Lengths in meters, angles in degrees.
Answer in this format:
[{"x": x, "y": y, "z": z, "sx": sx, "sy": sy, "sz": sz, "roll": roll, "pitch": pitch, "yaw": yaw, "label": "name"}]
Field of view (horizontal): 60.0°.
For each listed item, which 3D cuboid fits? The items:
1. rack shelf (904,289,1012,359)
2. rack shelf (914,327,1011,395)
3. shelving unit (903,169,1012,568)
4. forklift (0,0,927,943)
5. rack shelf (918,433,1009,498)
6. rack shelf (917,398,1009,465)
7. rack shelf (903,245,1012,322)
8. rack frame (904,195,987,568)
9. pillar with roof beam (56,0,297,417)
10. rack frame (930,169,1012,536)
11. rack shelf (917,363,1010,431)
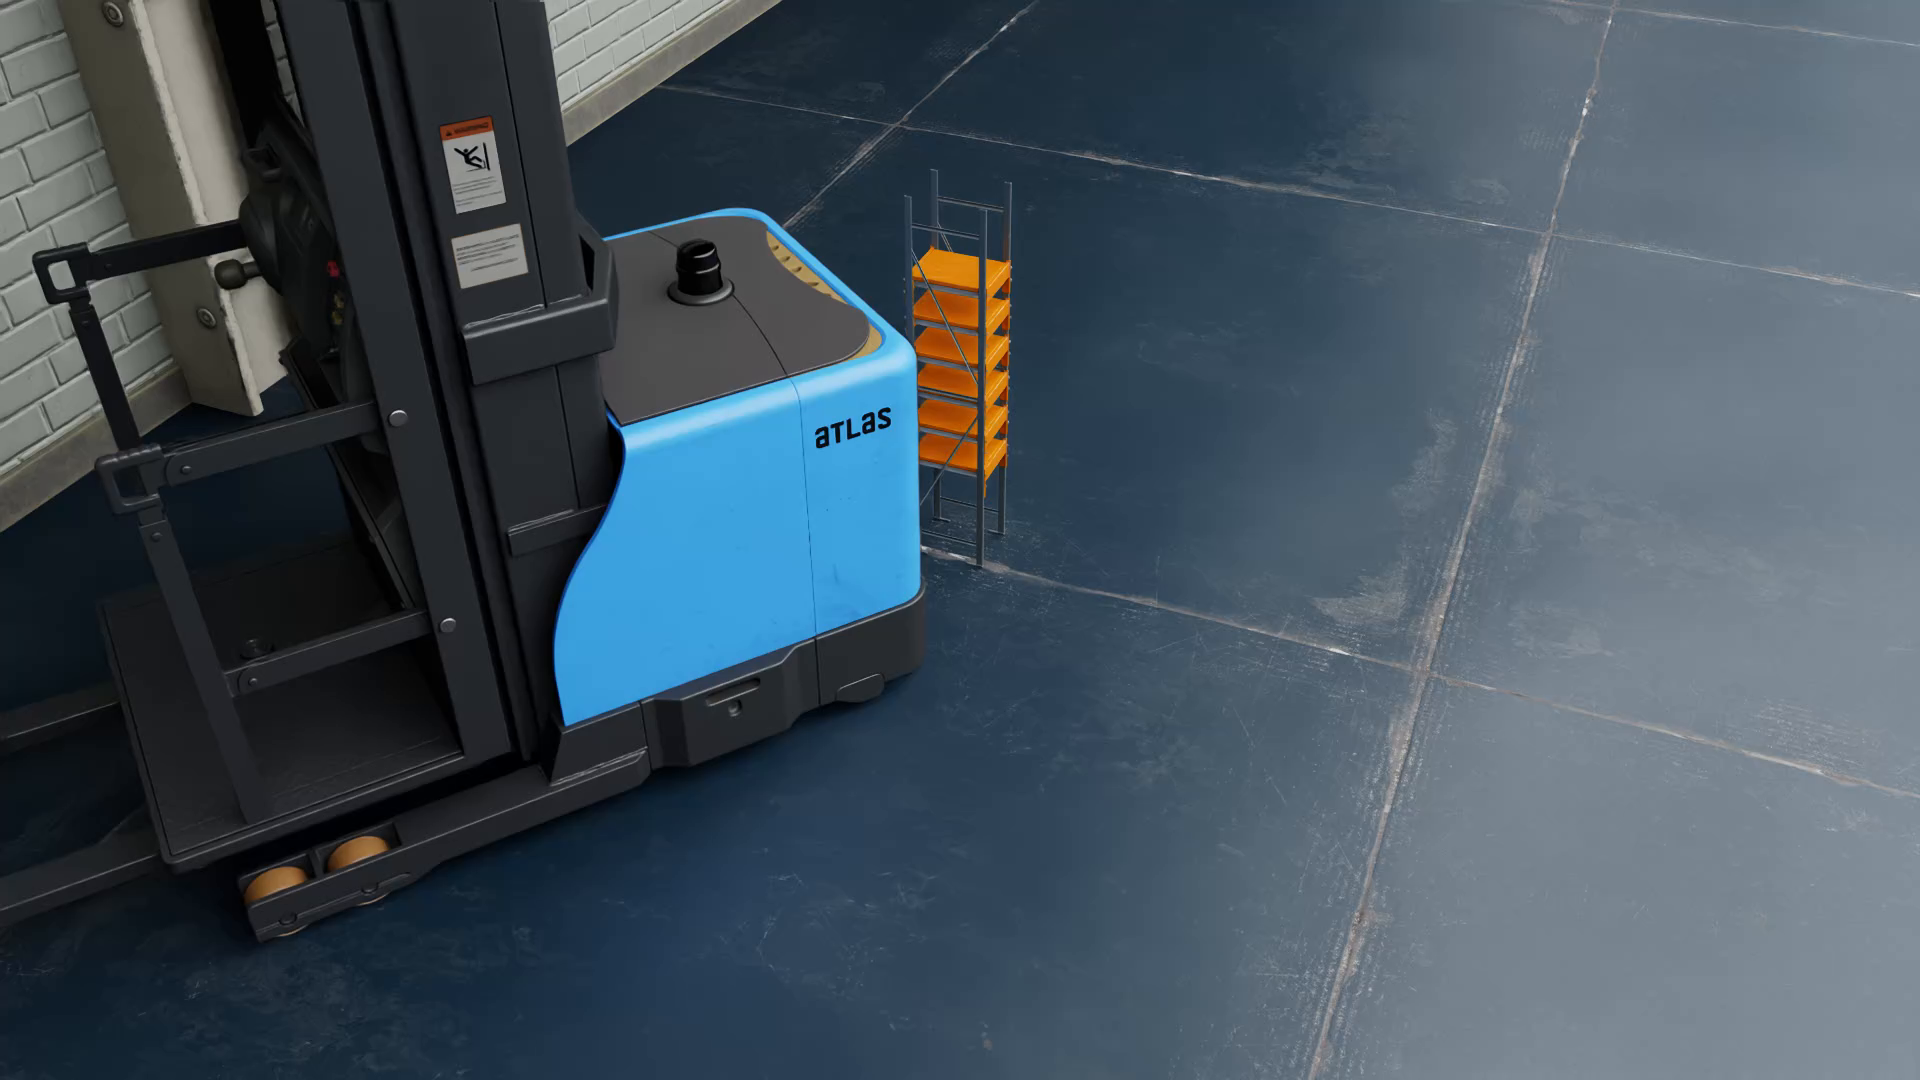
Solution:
[{"x": -0.005, "y": -0.629, "z": 4.763, "sx": 0.258, "sy": 0.103, "sz": 0.180, "roll": 14, "pitch": 39, "yaw": 18, "label": "rack shelf"}, {"x": -0.005, "y": -0.533, "z": 4.835, "sx": 0.258, "sy": 0.103, "sz": 0.180, "roll": 14, "pitch": 39, "yaw": 18, "label": "rack shelf"}, {"x": -0.005, "y": -0.473, "z": 4.880, "sx": 0.258, "sy": 1.200, "sz": 0.189, "roll": 14, "pitch": 39, "yaw": 18, "label": "shelving unit"}, {"x": -1.626, "y": -0.589, "z": 3.590, "sx": 3.031, "sy": 2.935, "sz": 1.130, "roll": -19, "pitch": 41, "yaw": -24, "label": "forklift"}, {"x": -0.005, "y": -0.245, "z": 5.050, "sx": 0.258, "sy": 0.103, "sz": 0.180, "roll": 14, "pitch": 39, "yaw": 18, "label": "rack shelf"}, {"x": -0.005, "y": -0.341, "z": 4.979, "sx": 0.258, "sy": 0.103, "sz": 0.180, "roll": 14, "pitch": 39, "yaw": 18, "label": "rack shelf"}, {"x": -0.005, "y": -0.725, "z": 4.691, "sx": 0.258, "sy": 0.103, "sz": 0.180, "roll": 14, "pitch": 39, "yaw": 18, "label": "rack shelf"}, {"x": -0.040, "y": -0.422, "z": 4.812, "sx": 0.240, "sy": 1.200, "sz": 0.006, "roll": 14, "pitch": 39, "yaw": 18, "label": "rack frame"}, {"x": 1.440, "y": -3.198, "z": 2.012, "sx": 9.100, "sy": 9.000, "sz": 0.400, "roll": 14, "pitch": 39, "yaw": 18, "label": "pillar with roof beam"}, {"x": 0.029, "y": -0.523, "z": 4.948, "sx": 0.240, "sy": 1.200, "sz": 0.006, "roll": 14, "pitch": 39, "yaw": 18, "label": "rack frame"}, {"x": -0.005, "y": -0.437, "z": 4.907, "sx": 0.258, "sy": 0.103, "sz": 0.180, "roll": 14, "pitch": 39, "yaw": 18, "label": "rack shelf"}]
